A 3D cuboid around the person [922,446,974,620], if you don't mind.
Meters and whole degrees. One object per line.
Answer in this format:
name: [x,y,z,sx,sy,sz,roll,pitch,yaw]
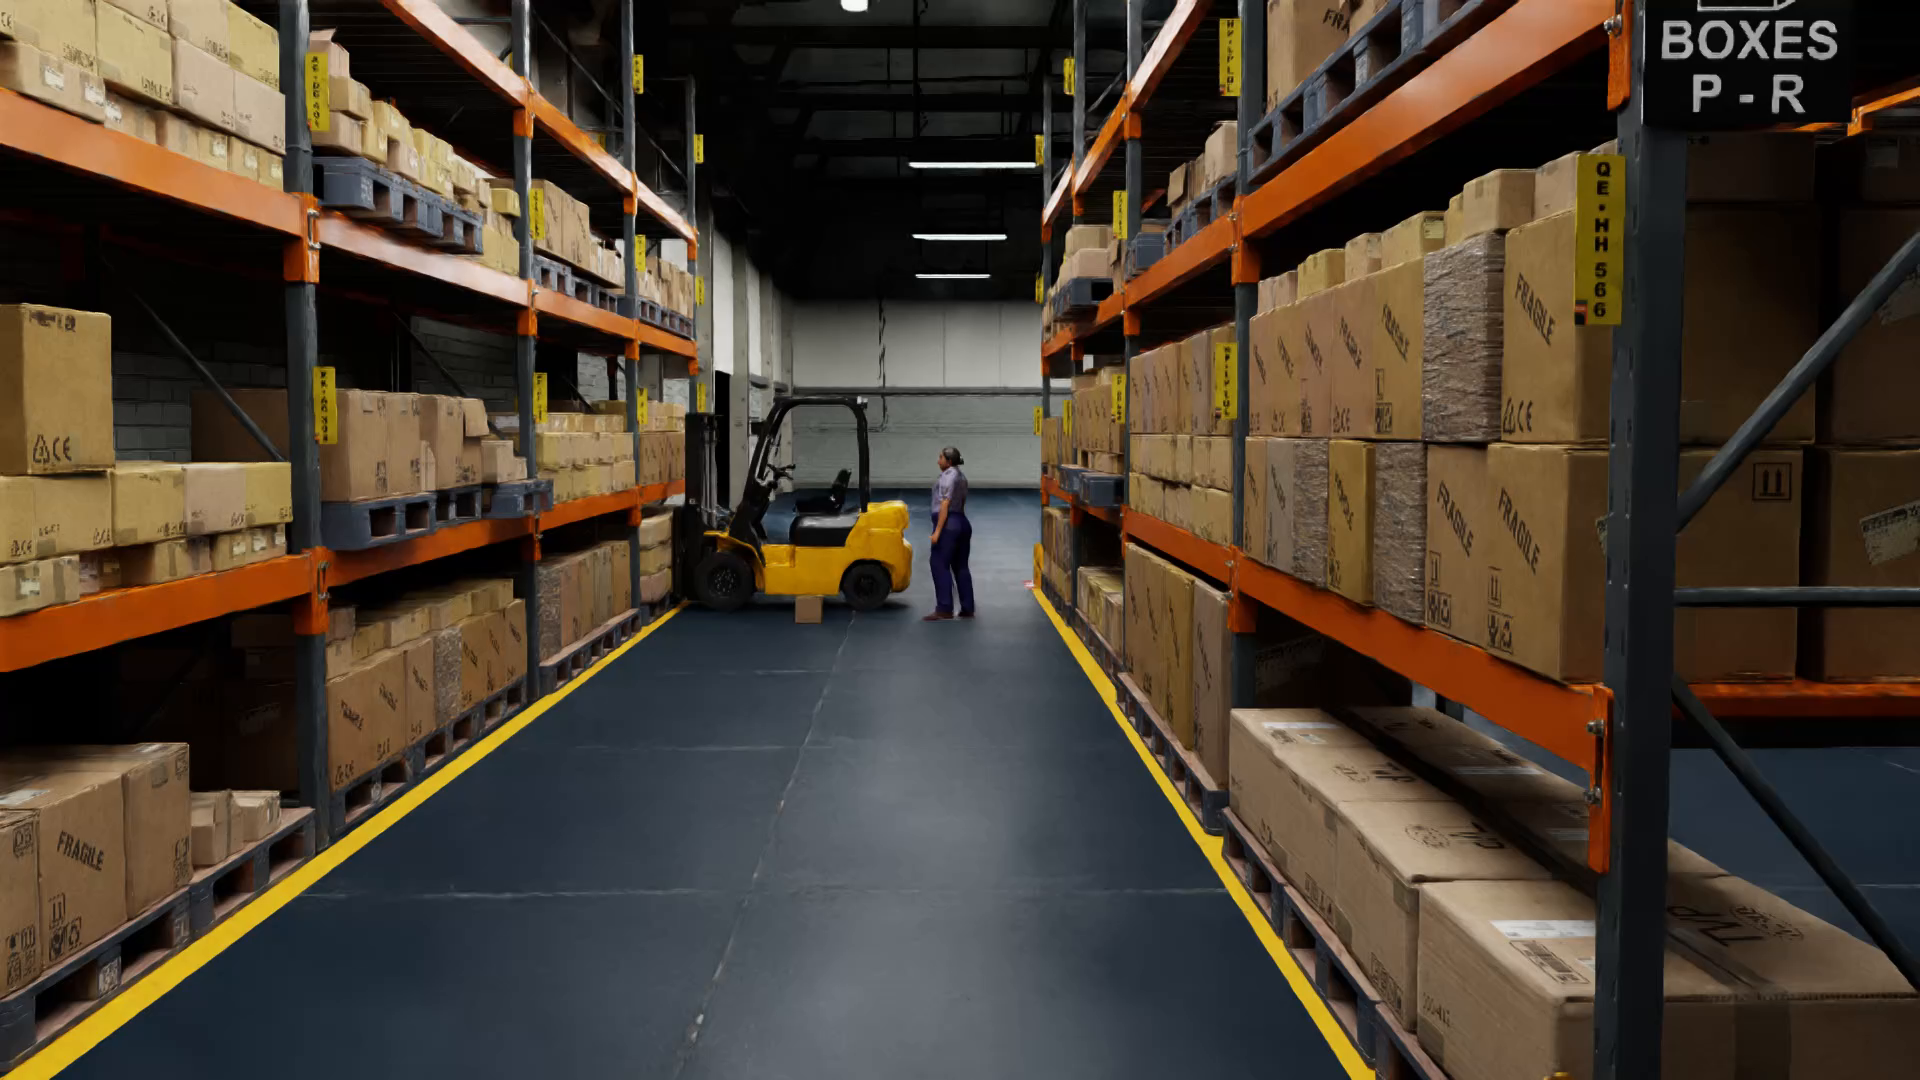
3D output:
person: [-0.083,-0.071,15.835,0.376,1.656,0.600,2,4,26]
